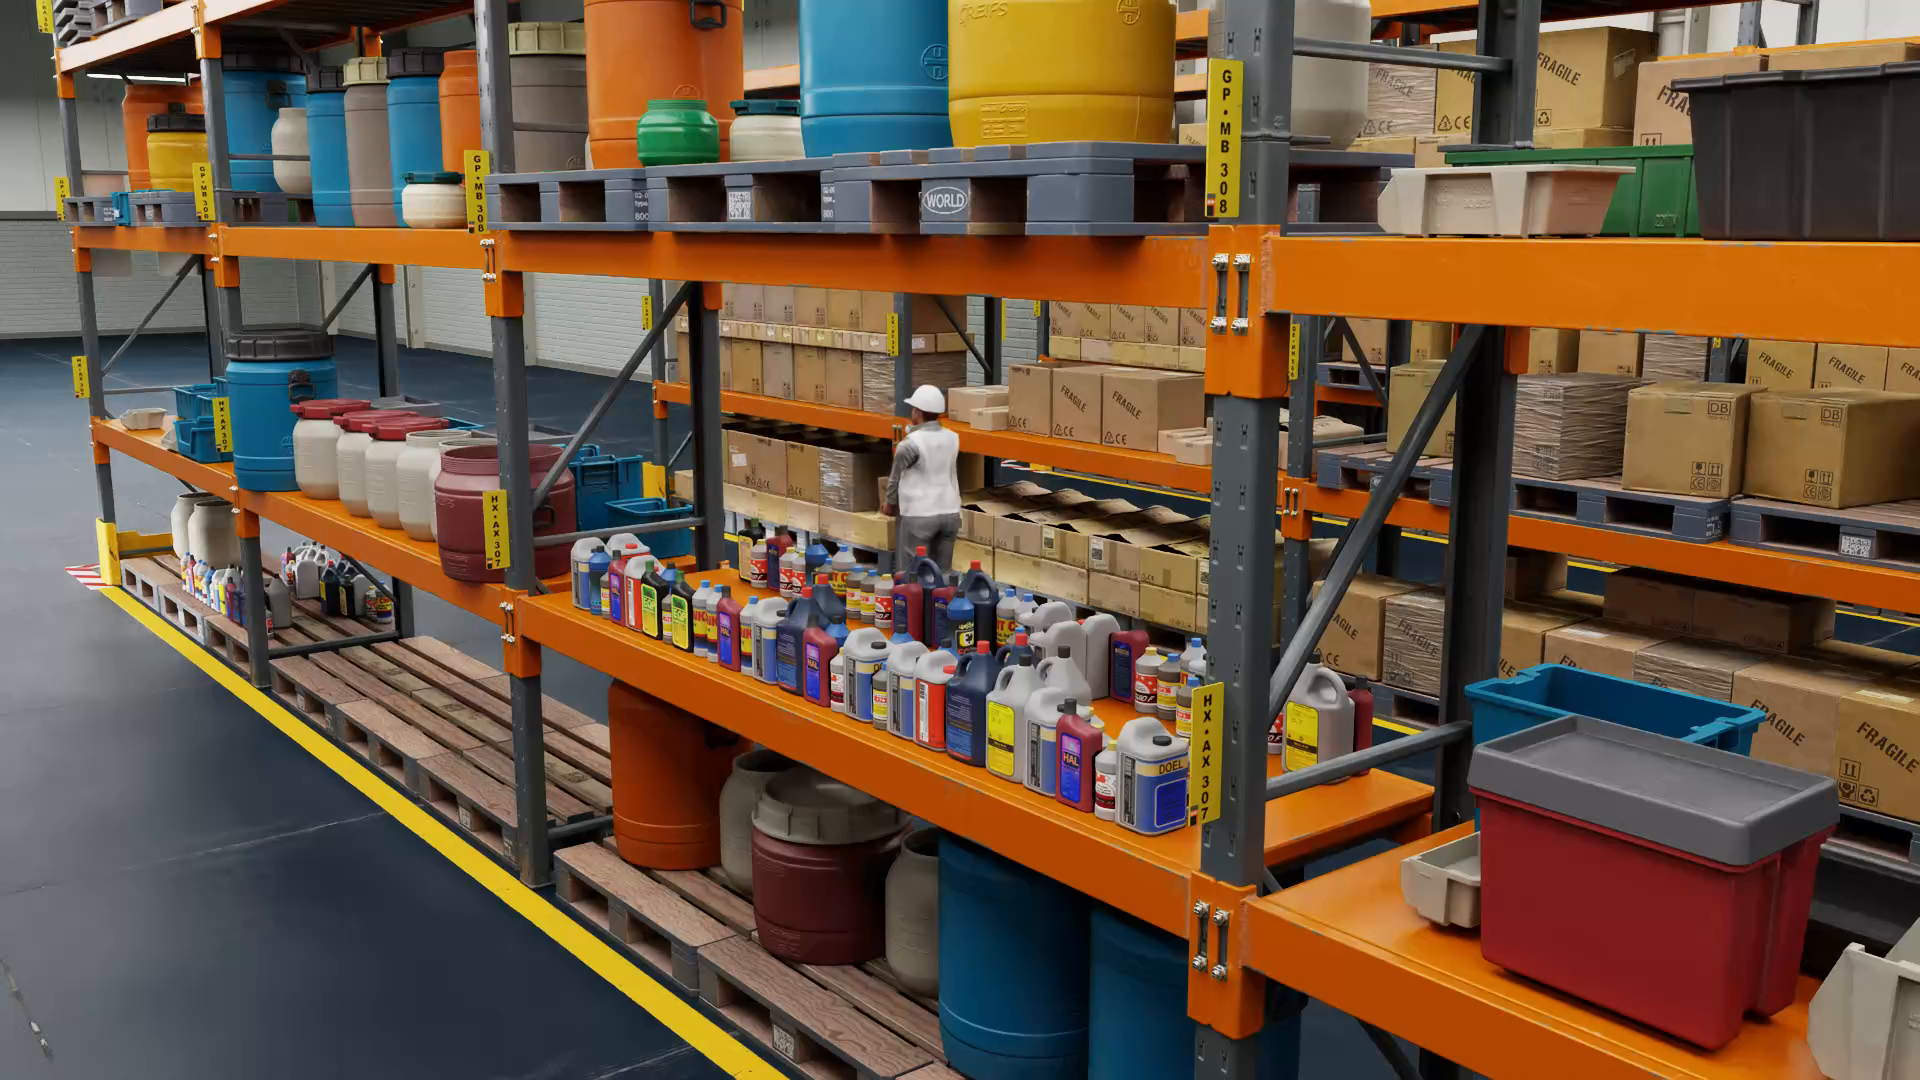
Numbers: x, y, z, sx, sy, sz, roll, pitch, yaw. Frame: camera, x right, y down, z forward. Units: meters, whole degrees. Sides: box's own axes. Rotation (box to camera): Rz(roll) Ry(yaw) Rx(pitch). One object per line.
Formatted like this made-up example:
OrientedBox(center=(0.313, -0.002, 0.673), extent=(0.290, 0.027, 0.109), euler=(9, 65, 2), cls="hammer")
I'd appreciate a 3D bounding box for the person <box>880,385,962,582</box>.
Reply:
OrientedBox(center=(-0.281, -0.175, 11.289), extent=(0.495, 1.772, 0.558), euler=(-9, 14, -38), cls="person")
